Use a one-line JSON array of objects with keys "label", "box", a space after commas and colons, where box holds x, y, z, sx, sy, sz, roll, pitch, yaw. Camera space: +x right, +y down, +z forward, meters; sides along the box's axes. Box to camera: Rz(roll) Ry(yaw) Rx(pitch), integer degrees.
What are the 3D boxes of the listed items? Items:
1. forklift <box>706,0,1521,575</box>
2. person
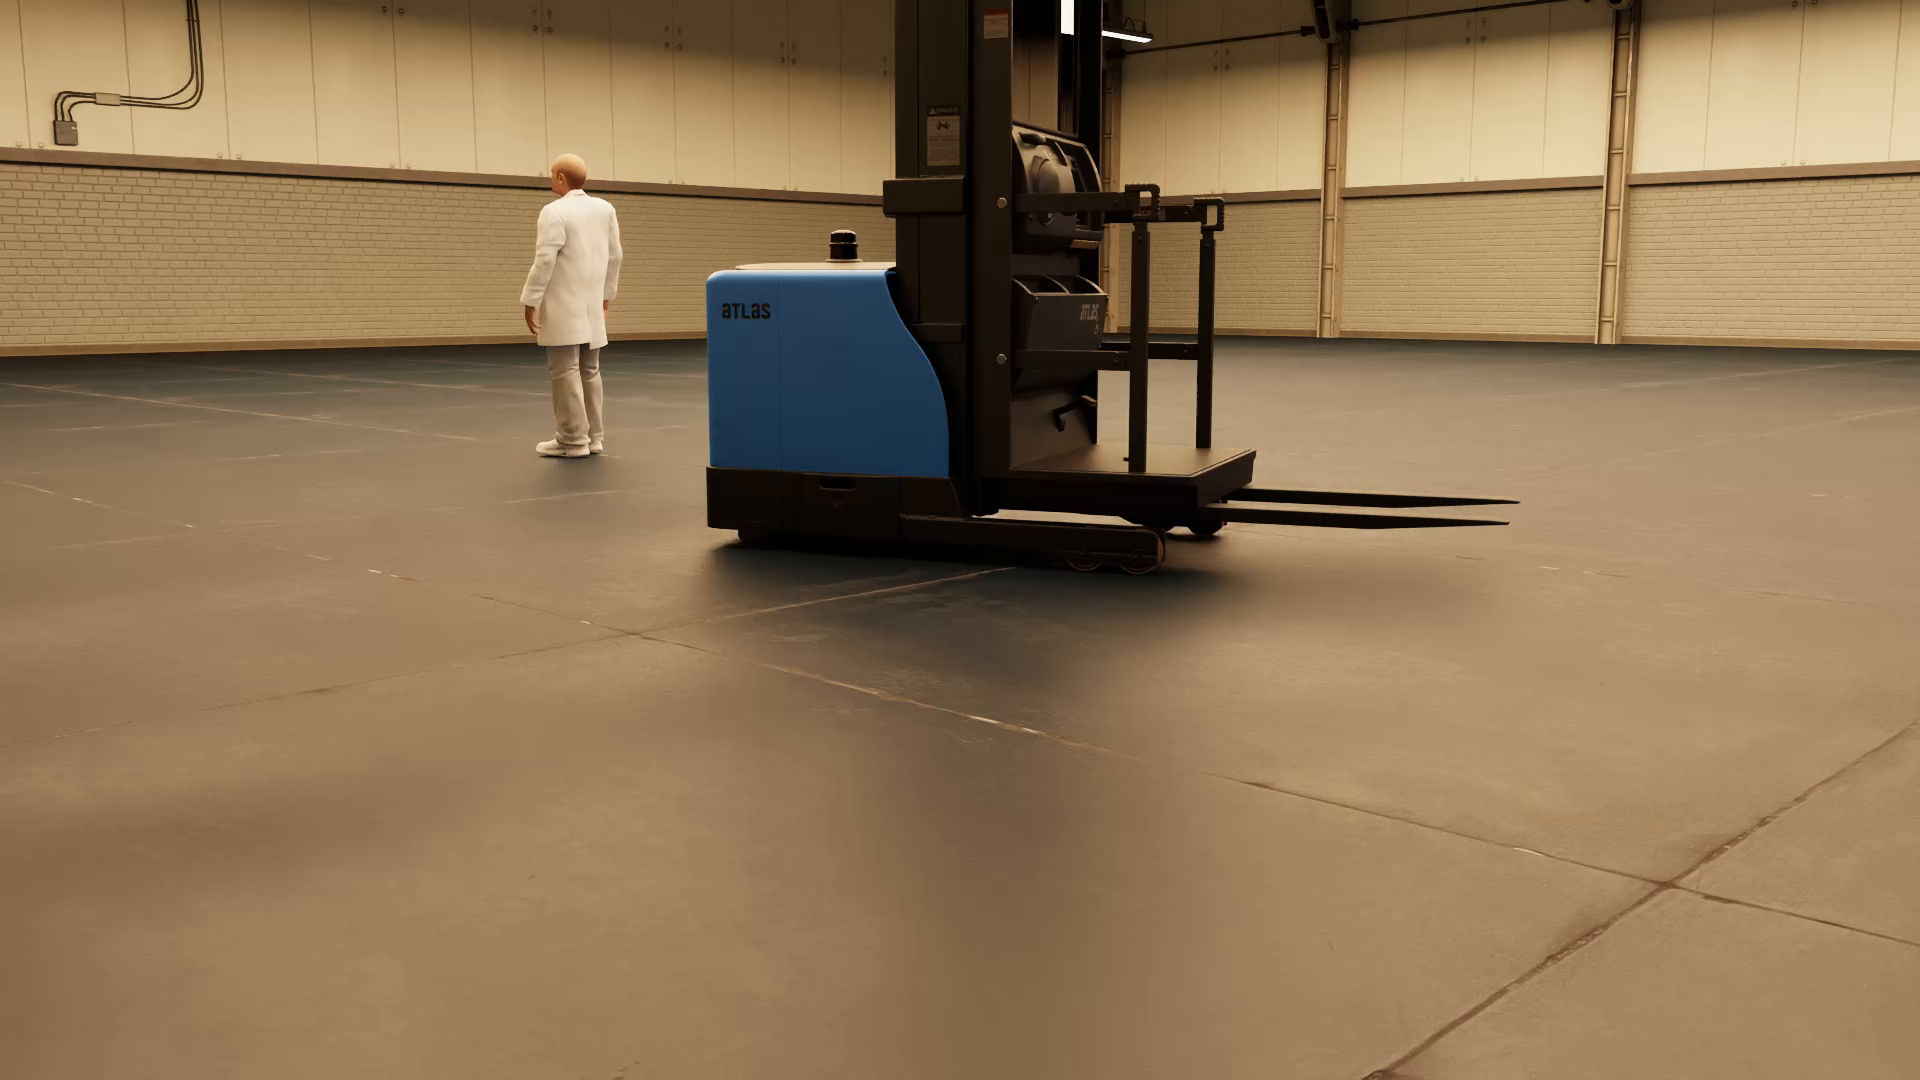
[{"label": "forklift", "box": [0.565, -1.416, 6.275, 3.031, 2.935, 1.130, 3, 9, 22]}, {"label": "person", "box": [-2.394, -1.396, 9.973, 0.579, 1.777, 0.695, 6, 10, 34]}]
